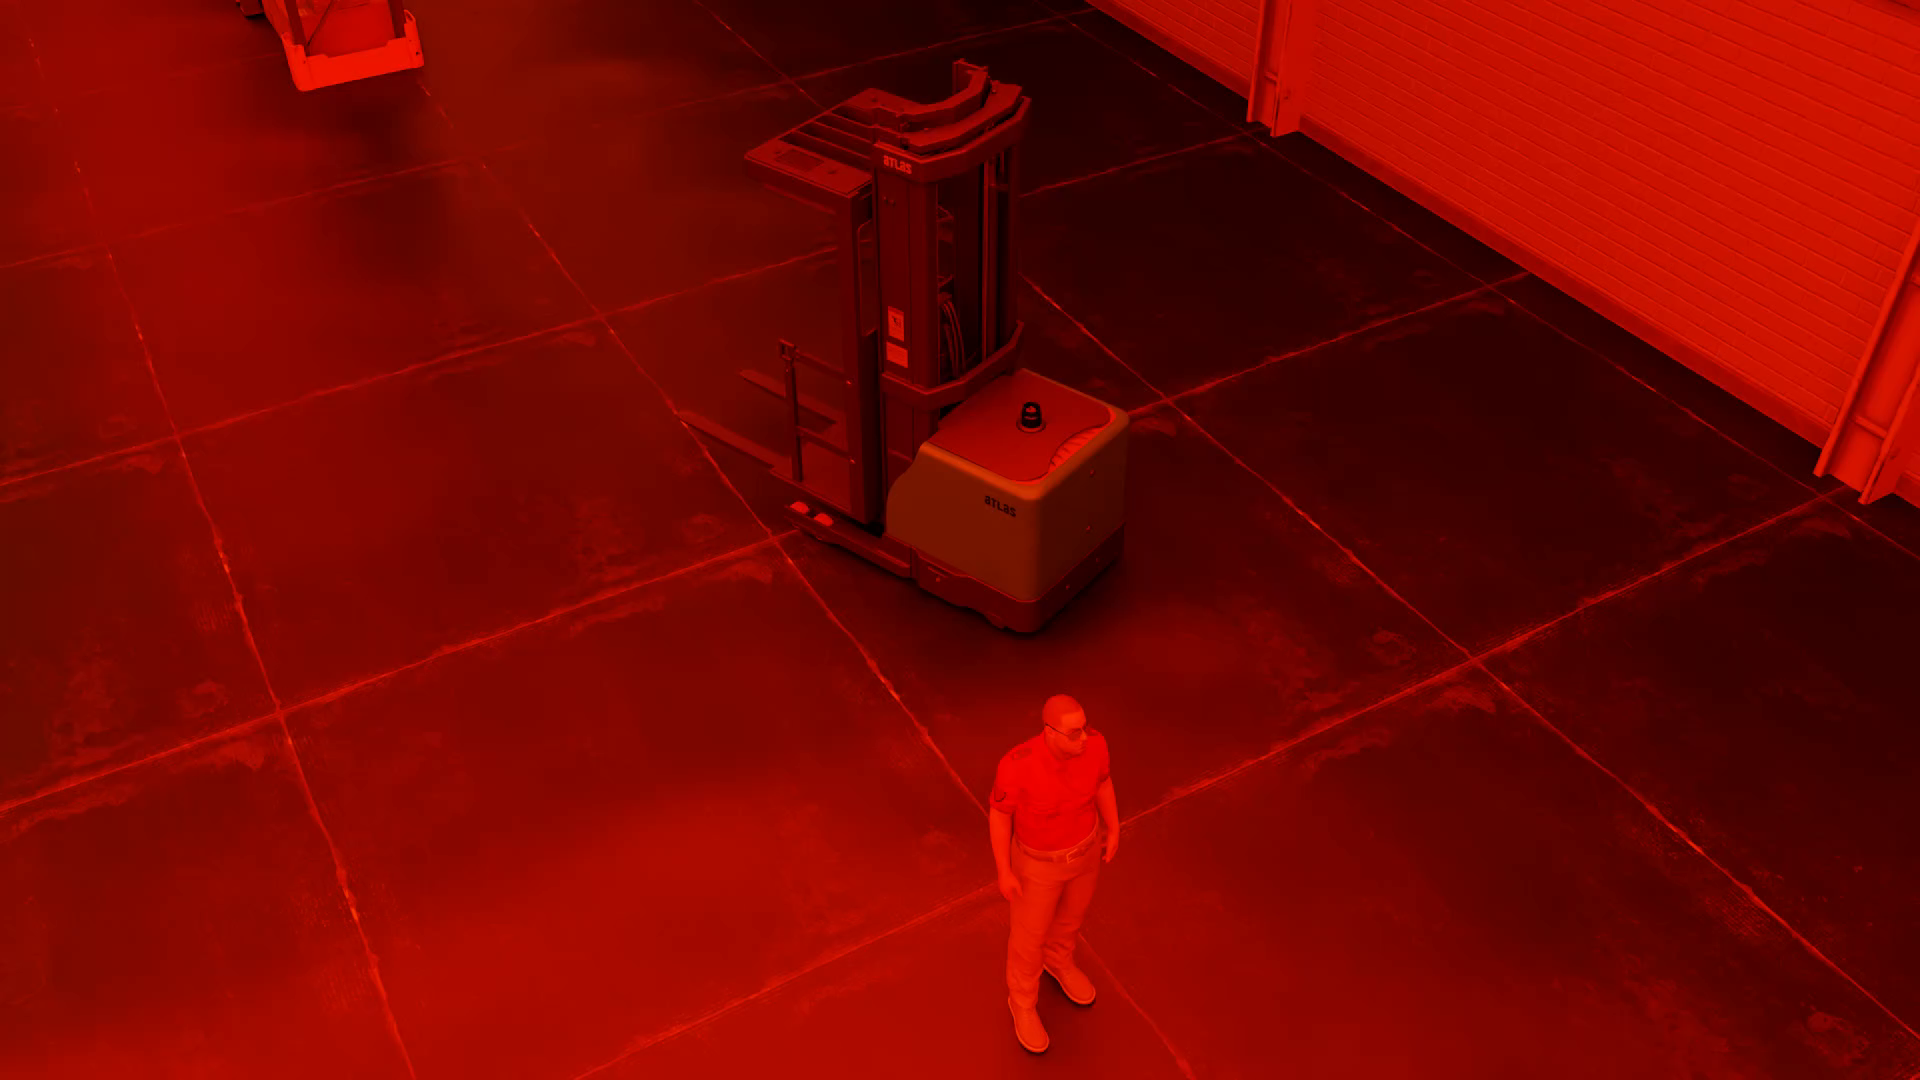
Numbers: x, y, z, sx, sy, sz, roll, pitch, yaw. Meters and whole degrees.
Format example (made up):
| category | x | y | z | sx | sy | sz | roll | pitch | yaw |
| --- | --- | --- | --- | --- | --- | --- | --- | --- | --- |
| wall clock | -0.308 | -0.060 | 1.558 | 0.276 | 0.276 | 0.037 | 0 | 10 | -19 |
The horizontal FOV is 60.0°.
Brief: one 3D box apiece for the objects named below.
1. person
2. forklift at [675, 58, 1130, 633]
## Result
| category | x | y | z | sx | sy | sz | roll | pitch | yaw |
| --- | --- | --- | --- | --- | --- | --- | --- | --- | --- |
| person | 0.462 | 1.424 | 7.249 | 0.641 | 1.727 | 0.551 | -20 | 44 | -23 |
| forklift | -0.481 | -1.366 | 9.683 | 3.031 | 2.935 | 1.130 | 26 | 46 | 28 |
